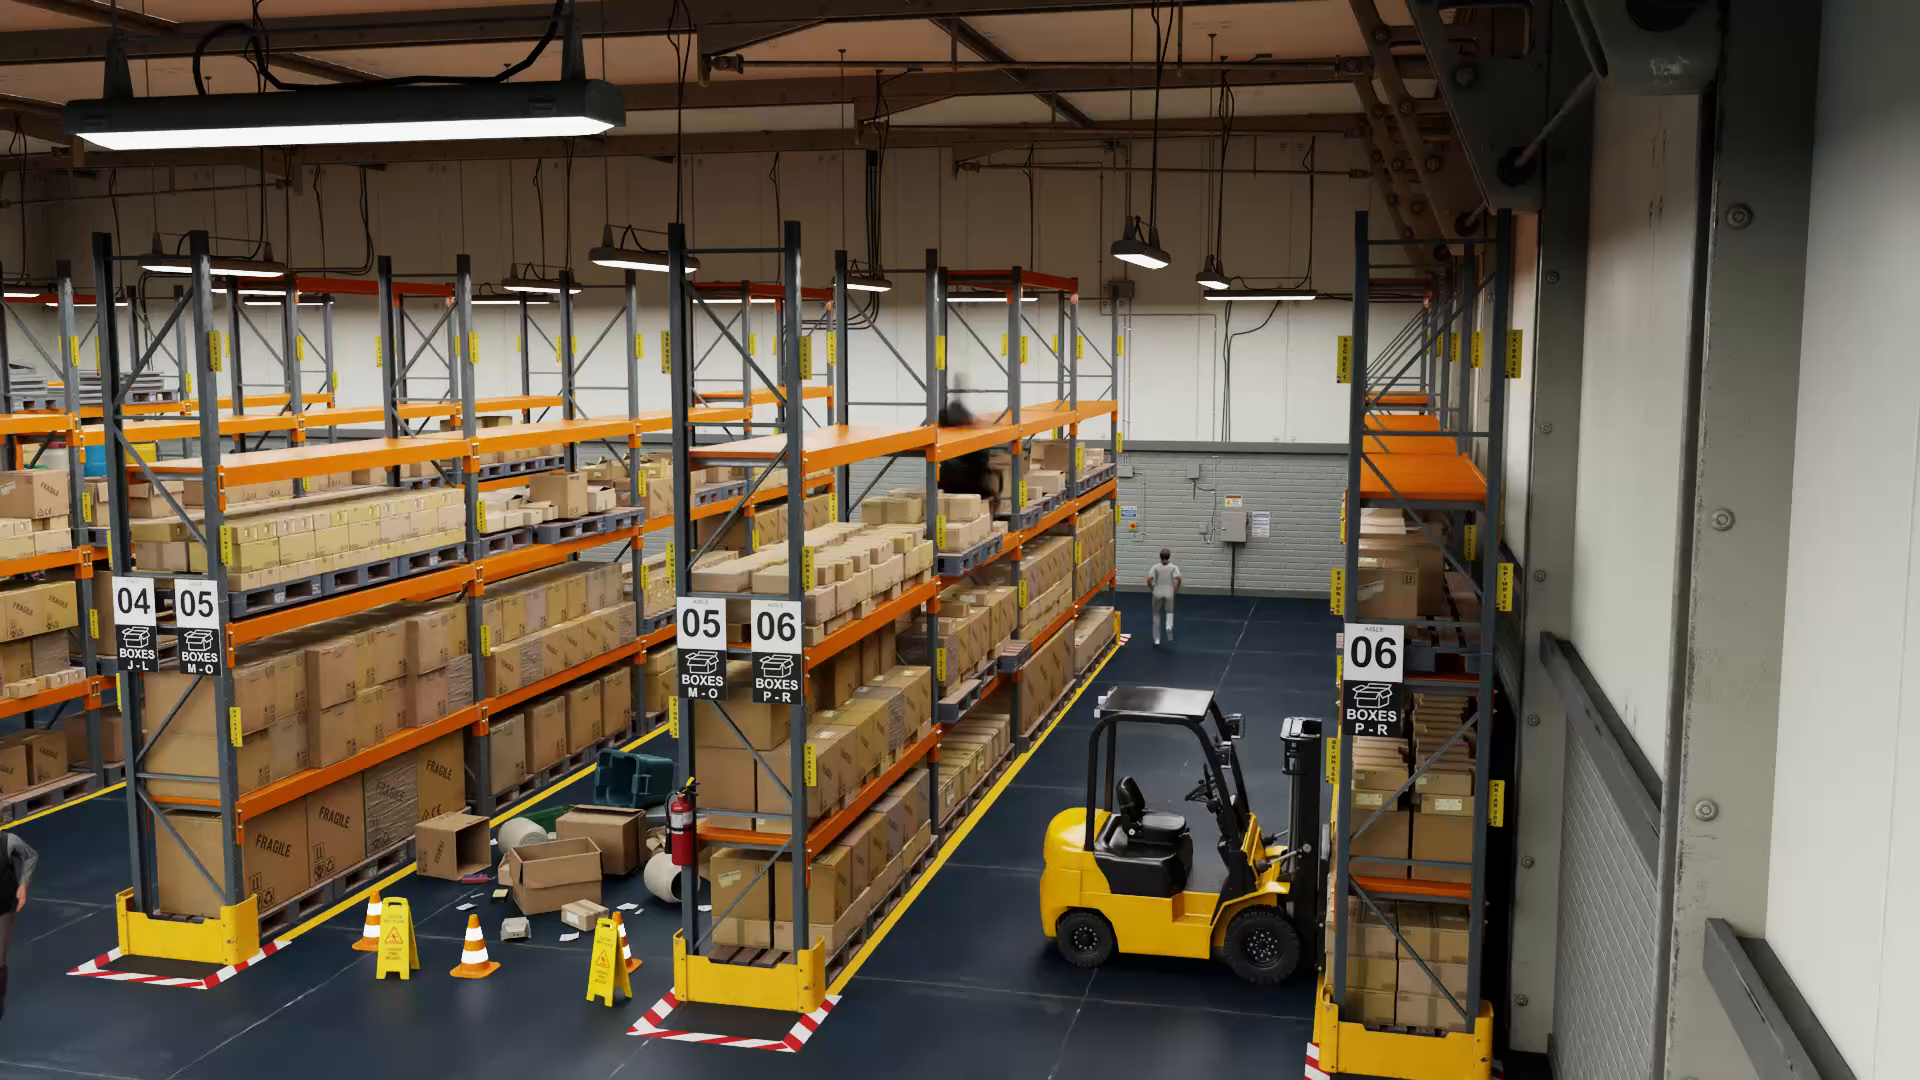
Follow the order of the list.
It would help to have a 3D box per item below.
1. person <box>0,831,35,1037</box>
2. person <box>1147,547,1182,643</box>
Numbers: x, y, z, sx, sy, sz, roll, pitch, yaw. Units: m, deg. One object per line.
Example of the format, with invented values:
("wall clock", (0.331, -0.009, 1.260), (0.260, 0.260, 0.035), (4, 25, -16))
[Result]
("person", (-7.249, 2.824, 12.351), (0.661, 1.769, 0.710), (-3, 8, -22))
("person", (3.442, 0.932, 28.112), (0.576, 1.640, 0.510), (0, 7, 4))
